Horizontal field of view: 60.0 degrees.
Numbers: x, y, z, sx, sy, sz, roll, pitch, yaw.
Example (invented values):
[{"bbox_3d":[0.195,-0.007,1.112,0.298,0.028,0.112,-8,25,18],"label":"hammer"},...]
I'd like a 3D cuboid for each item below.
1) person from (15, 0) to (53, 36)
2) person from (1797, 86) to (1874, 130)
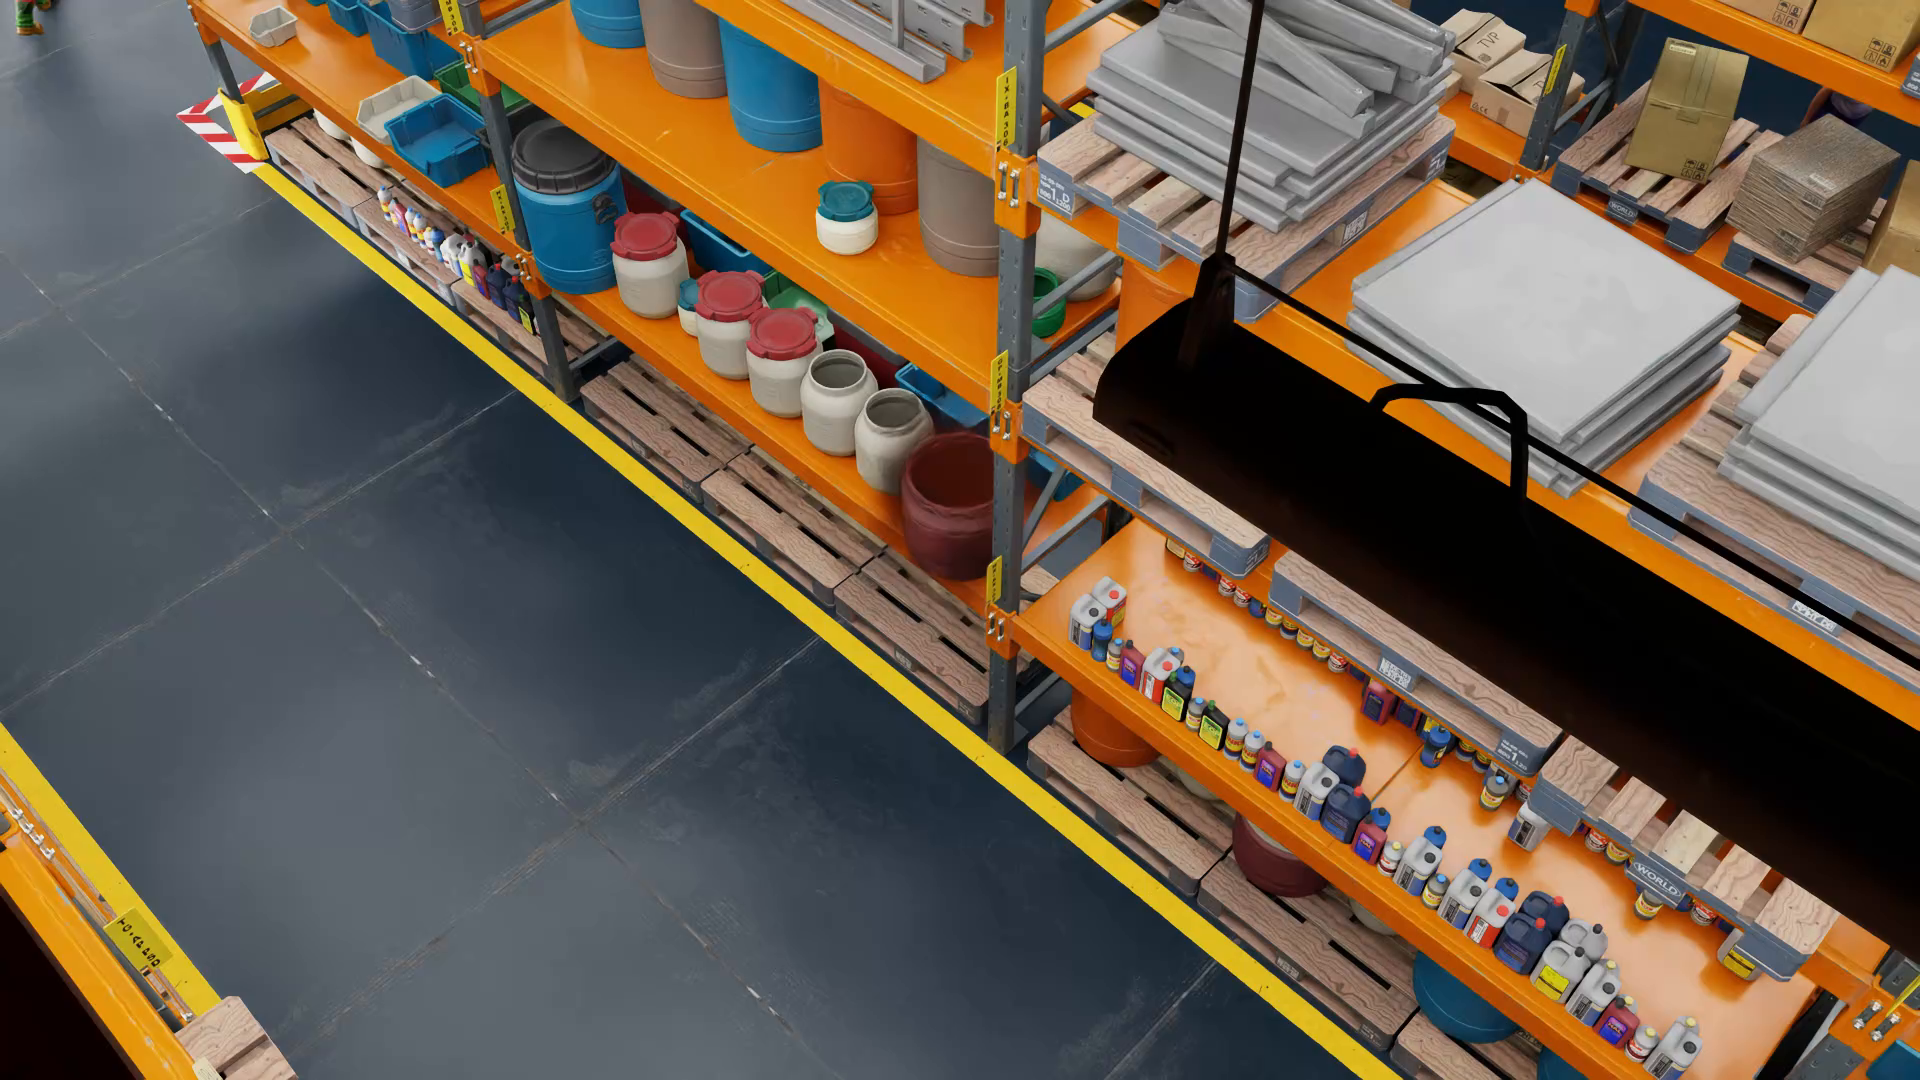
[{"bbox_3d":[-7.748,-4.967,13.392,0.539,1.776,0.832,11,51,9],"label":"person"},{"bbox_3d":[6.200,-3.002,11.829,0.553,1.630,0.492,-29,56,-22],"label":"person"}]
